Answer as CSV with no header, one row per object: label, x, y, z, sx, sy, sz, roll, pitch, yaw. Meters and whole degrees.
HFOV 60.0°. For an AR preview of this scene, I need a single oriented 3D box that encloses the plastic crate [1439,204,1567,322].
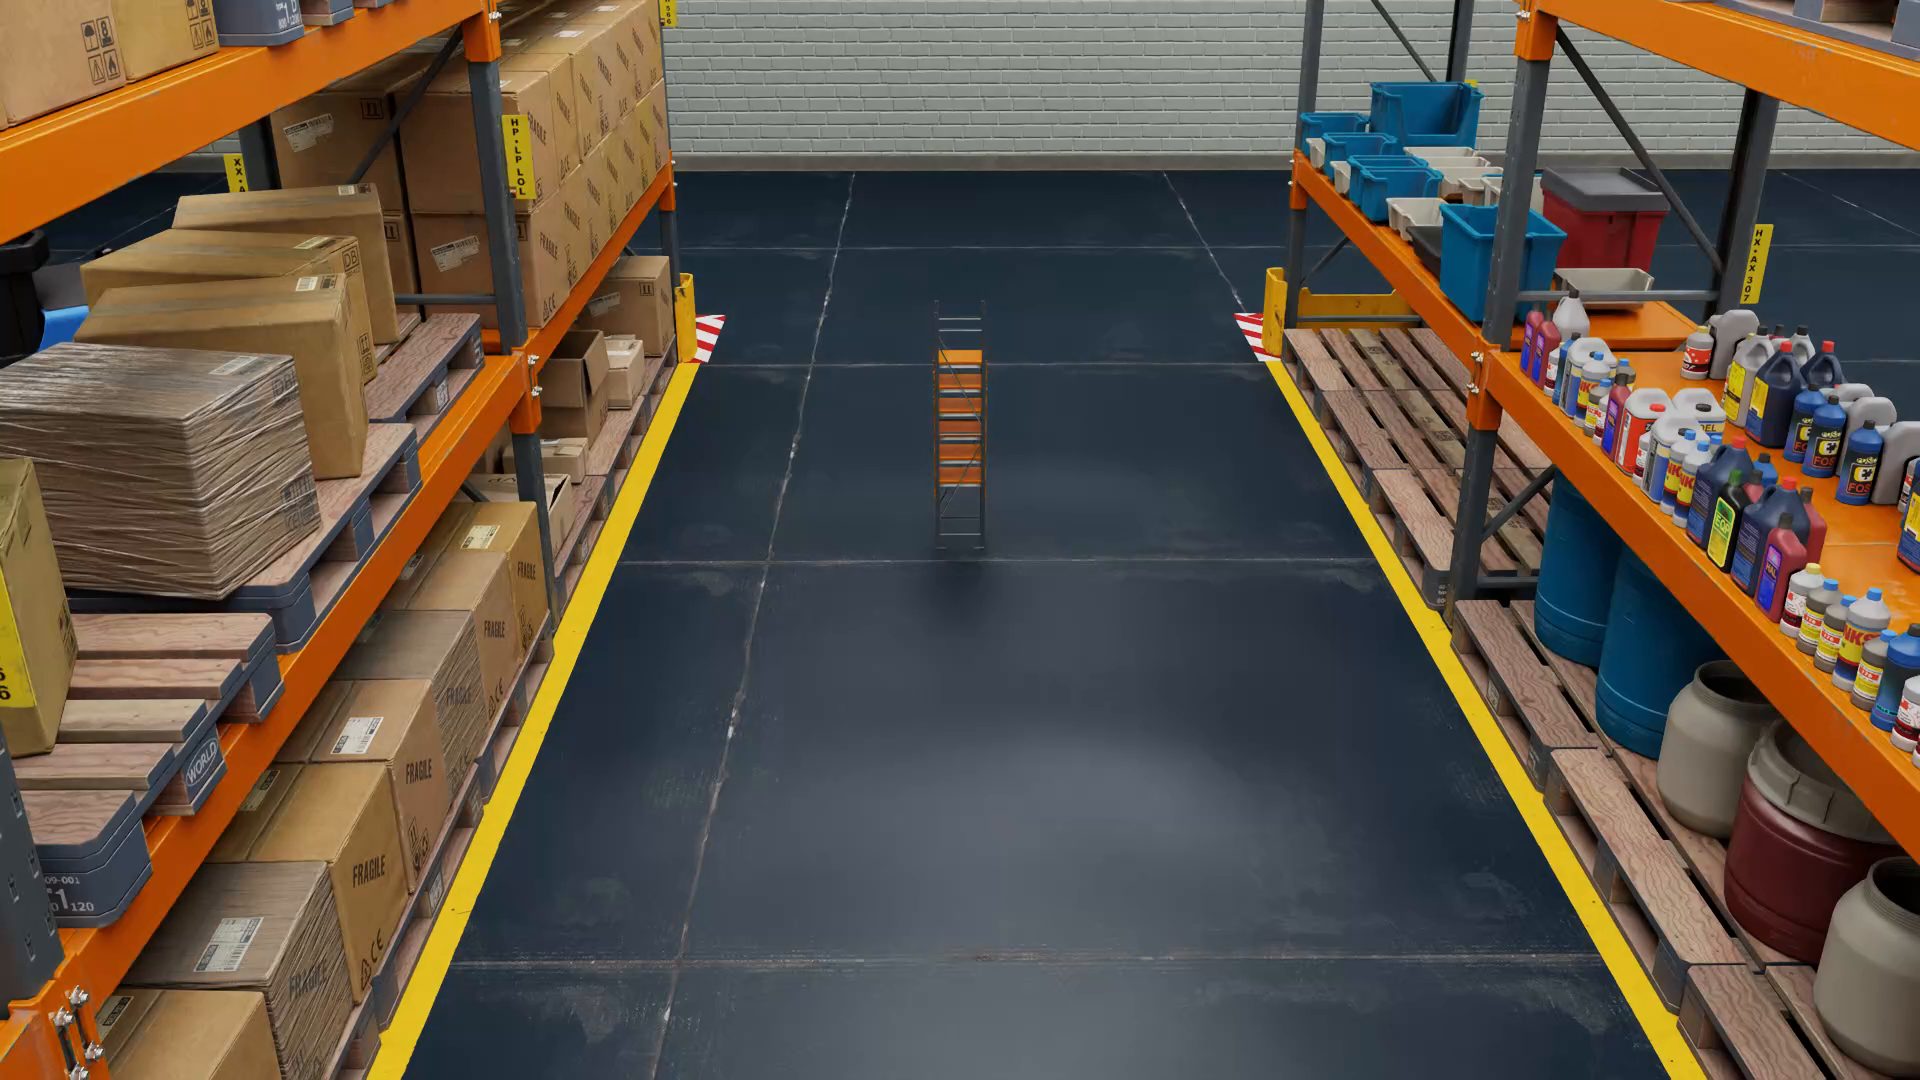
plastic crate,2.322,-1.201,7.212,0.392,0.384,0.575,0,24,-1

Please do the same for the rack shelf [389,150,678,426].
rack shelf,-2.307,-1.466,8.724,1.077,0.370,4.000,0,24,-1

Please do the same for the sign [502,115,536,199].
sign,-1.730,-1.501,6.524,0.100,0.325,0.005,0,24,-1

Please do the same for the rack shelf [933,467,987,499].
rack shelf,0.000,-0.282,8.107,0.258,0.103,0.180,0,24,-1

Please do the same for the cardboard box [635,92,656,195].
cardboard box,-2.042,-2.266,9.500,0.500,0.500,0.500,0,24,0

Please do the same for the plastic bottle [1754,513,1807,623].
plastic bottle,2.268,0.075,4.585,0.061,0.283,0.133,0,24,-1

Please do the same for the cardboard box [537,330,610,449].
cardboard box,-2.311,-0.807,8.889,0.797,0.503,0.637,0,24,-1

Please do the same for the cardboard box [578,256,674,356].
cardboard box,-2.076,-1.456,10.330,0.500,0.500,0.500,0,24,-1

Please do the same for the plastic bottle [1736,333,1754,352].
plastic bottle,3.024,-0.691,6.379,0.097,0.201,0.097,0,24,0

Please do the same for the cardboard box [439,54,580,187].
cardboard box,-2.015,-1.879,7.429,0.500,0.500,0.500,-1,24,-2

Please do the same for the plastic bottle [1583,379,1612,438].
plastic bottle,2.271,-0.469,5.887,0.097,0.201,0.097,0,24,0

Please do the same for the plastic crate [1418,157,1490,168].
plastic crate,2.803,-2.091,9.481,0.396,0.136,0.243,0,24,-1

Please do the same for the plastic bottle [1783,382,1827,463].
plastic bottle,2.881,-0.404,5.660,0.097,0.271,0.097,0,24,0

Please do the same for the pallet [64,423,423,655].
pallet,-2.267,-0.035,4.921,1.003,0.211,1.213,0,24,-1

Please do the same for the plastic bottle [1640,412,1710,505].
plastic bottle,2.305,-0.264,5.345,0.152,0.276,0.135,0,24,-1

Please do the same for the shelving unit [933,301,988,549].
shelving unit,0.000,-0.541,7.990,0.258,1.200,0.189,0,24,-1

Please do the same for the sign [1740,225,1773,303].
sign,3.218,-1.118,6.746,0.100,0.325,0.005,0,24,-1

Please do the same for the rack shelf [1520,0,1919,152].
rack shelf,2.690,-1.205,4.508,1.077,0.370,4.000,0,24,-1

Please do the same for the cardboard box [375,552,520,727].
cardboard box,-1.996,0.375,6.281,0.500,0.500,0.500,0,24,0

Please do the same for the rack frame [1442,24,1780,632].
rack frame,2.668,-0.990,6.800,1.000,3.000,0.127,0,24,-1

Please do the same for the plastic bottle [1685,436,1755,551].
plastic bottle,2.305,-0.152,5.006,0.144,0.351,0.185,0,24,-1

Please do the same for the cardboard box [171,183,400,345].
cardboard box,-2.504,-1.010,6.213,0.700,0.500,0.500,-9,26,-18

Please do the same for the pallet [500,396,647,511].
pallet,-2.308,-0.486,9.068,1.003,0.211,1.213,0,24,-1

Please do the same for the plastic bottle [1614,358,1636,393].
plastic bottle,2.421,-0.565,6.100,0.097,0.201,0.097,0,24,0

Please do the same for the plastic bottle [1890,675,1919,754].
plastic bottle,2.294,0.401,3.965,0.097,0.201,0.097,0,24,0

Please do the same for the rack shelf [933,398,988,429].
rack shelf,0.000,-0.610,7.958,0.258,0.103,0.180,0,24,-1

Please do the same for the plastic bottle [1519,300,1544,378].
plastic bottle,2.245,-0.784,6.485,0.061,0.283,0.133,0,24,-1

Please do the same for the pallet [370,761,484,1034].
pallet,-2.222,1.140,5.473,1.003,0.211,1.213,0,24,-1

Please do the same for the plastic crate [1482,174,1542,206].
plastic crate,2.903,-1.745,8.598,0.416,0.233,0.300,0,24,-1

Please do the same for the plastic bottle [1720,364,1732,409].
plastic bottle,2.875,-0.580,6.134,0.097,0.201,0.097,0,24,0

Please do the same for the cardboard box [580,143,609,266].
cardboard box,-2.030,-1.644,8.123,0.500,0.500,0.500,0,24,-1

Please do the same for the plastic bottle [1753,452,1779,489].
plastic bottle,2.425,-0.135,5.064,0.097,0.271,0.097,0,24,0

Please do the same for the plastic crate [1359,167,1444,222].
plastic crate,2.316,-1.820,8.765,0.416,0.233,0.300,0,24,-1

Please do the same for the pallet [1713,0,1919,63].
pallet,2.790,-1.481,4.474,1.003,0.211,1.213,0,24,-1

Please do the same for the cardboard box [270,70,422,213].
cardboard box,-2.549,-1.678,6.985,0.500,0.500,0.500,0,24,0

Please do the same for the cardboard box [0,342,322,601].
cardboard box,-2.180,-0.195,4.410,0.700,0.500,0.500,4,25,9

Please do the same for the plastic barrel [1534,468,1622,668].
plastic barrel,2.657,-0.001,6.650,0.600,0.901,0.708,0,24,-1

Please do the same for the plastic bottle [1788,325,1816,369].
plastic bottle,3.005,-0.591,5.976,0.144,0.351,0.185,0,24,-1

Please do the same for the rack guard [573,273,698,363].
rack guard,-2.328,-1.448,10.844,1.175,0.500,0.348,0,24,-1

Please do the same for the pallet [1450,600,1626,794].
pallet,2.635,0.598,6.671,1.003,0.211,1.213,0,24,-1

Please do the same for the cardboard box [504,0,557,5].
cardboard box,-2.588,-2.935,9.765,0.500,0.500,0.500,0,24,1

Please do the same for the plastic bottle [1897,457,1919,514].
plastic bottle,3.038,-0.182,5.253,0.097,0.201,0.097,0,24,0

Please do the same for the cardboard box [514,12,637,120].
cardboard box,-2.032,-2.515,8.836,0.500,0.500,0.500,0,24,1

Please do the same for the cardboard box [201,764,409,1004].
cardboard box,-1.972,1.006,4.885,0.500,0.500,0.500,-1,24,-1

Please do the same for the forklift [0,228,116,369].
forklift,-5.312,-1.443,7.885,3.031,2.935,1.130,-17,29,-33

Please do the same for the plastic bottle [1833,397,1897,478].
plastic bottle,3.007,-0.359,5.554,0.152,0.276,0.135,0,24,-1

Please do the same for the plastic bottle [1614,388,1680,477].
plastic bottle,2.302,-0.360,5.556,0.152,0.276,0.135,0,24,-1

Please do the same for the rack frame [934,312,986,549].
rack frame,0.001,-0.503,7.906,0.240,1.200,0.006,0,24,-1

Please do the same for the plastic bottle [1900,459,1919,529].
plastic bottle,2.978,-0.158,5.116,0.097,0.271,0.097,0,24,0

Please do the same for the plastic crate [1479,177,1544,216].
plastic crate,2.836,-1.594,8.205,0.437,0.282,0.530,0,24,-1

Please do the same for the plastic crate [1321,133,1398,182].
plastic crate,2.305,-2.215,9.638,0.416,0.233,0.300,0,24,-1

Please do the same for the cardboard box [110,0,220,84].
cardboard box,-2.291,-1.338,3.806,0.910,0.500,0.500,0,24,-1

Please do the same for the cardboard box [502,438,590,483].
cardboard box,-2.093,-0.409,8.420,0.380,0.166,0.250,0,24,-1

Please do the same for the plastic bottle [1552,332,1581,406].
plastic bottle,2.267,-0.636,6.173,0.097,0.271,0.097,0,24,0

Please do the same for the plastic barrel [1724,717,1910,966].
plastic barrel,2.677,0.898,5.040,0.600,0.588,0.708,0,24,-1

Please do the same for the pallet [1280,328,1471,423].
pallet,2.595,-1.028,10.267,1.003,0.211,1.213,0,24,-1

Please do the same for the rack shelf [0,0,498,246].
rack shelf,-2.263,-1.184,4.462,1.077,0.370,4.000,0,24,-1

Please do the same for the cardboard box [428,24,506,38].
cardboard box,-2.567,-2.304,8.370,0.500,0.500,0.500,0,24,-1

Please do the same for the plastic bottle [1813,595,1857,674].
plastic bottle,2.290,0.240,4.319,0.097,0.201,0.097,0,24,0
